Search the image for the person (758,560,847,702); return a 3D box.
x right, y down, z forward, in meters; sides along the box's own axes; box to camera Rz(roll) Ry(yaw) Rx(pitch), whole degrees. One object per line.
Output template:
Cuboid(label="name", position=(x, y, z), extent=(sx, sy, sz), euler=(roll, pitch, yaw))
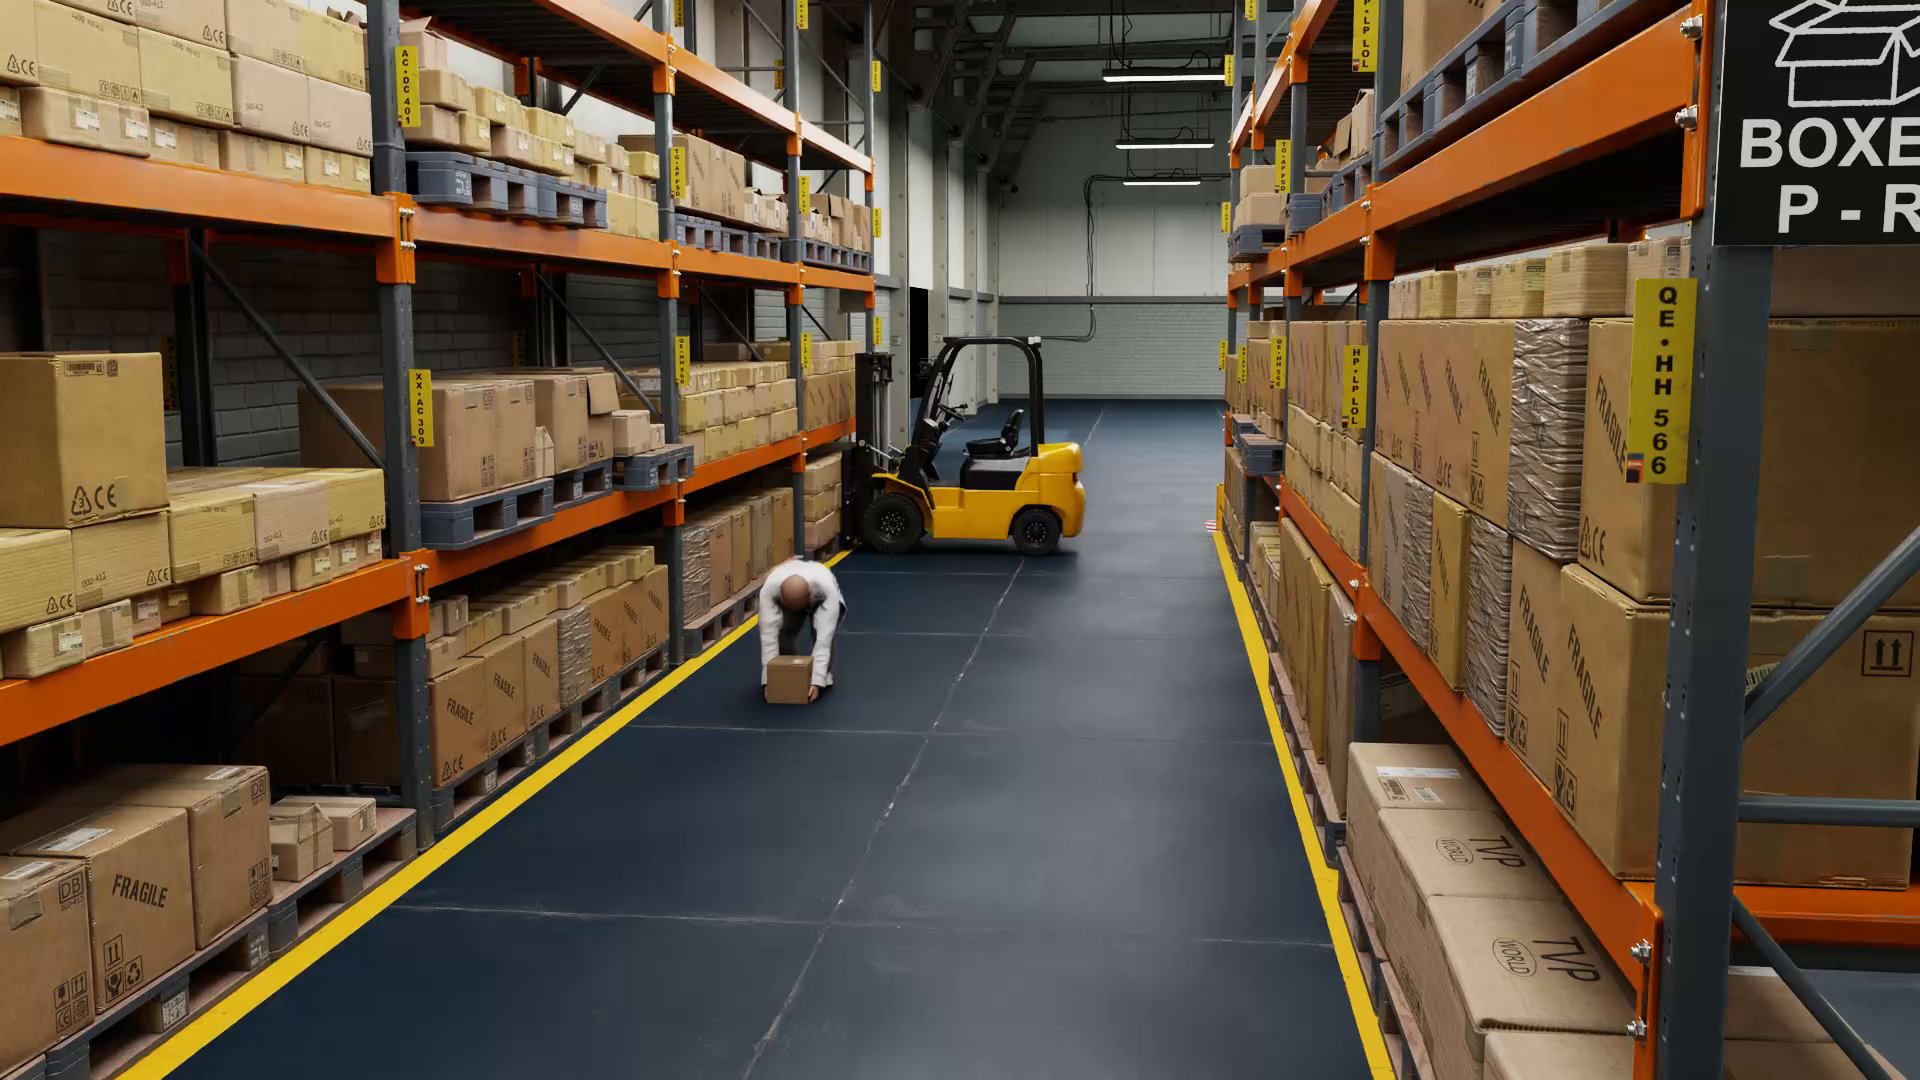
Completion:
Cuboid(label="person", position=(-1.009, 0.549, 10.502), extent=(0.572, 0.816, 0.941), euler=(1, 7, 6))
